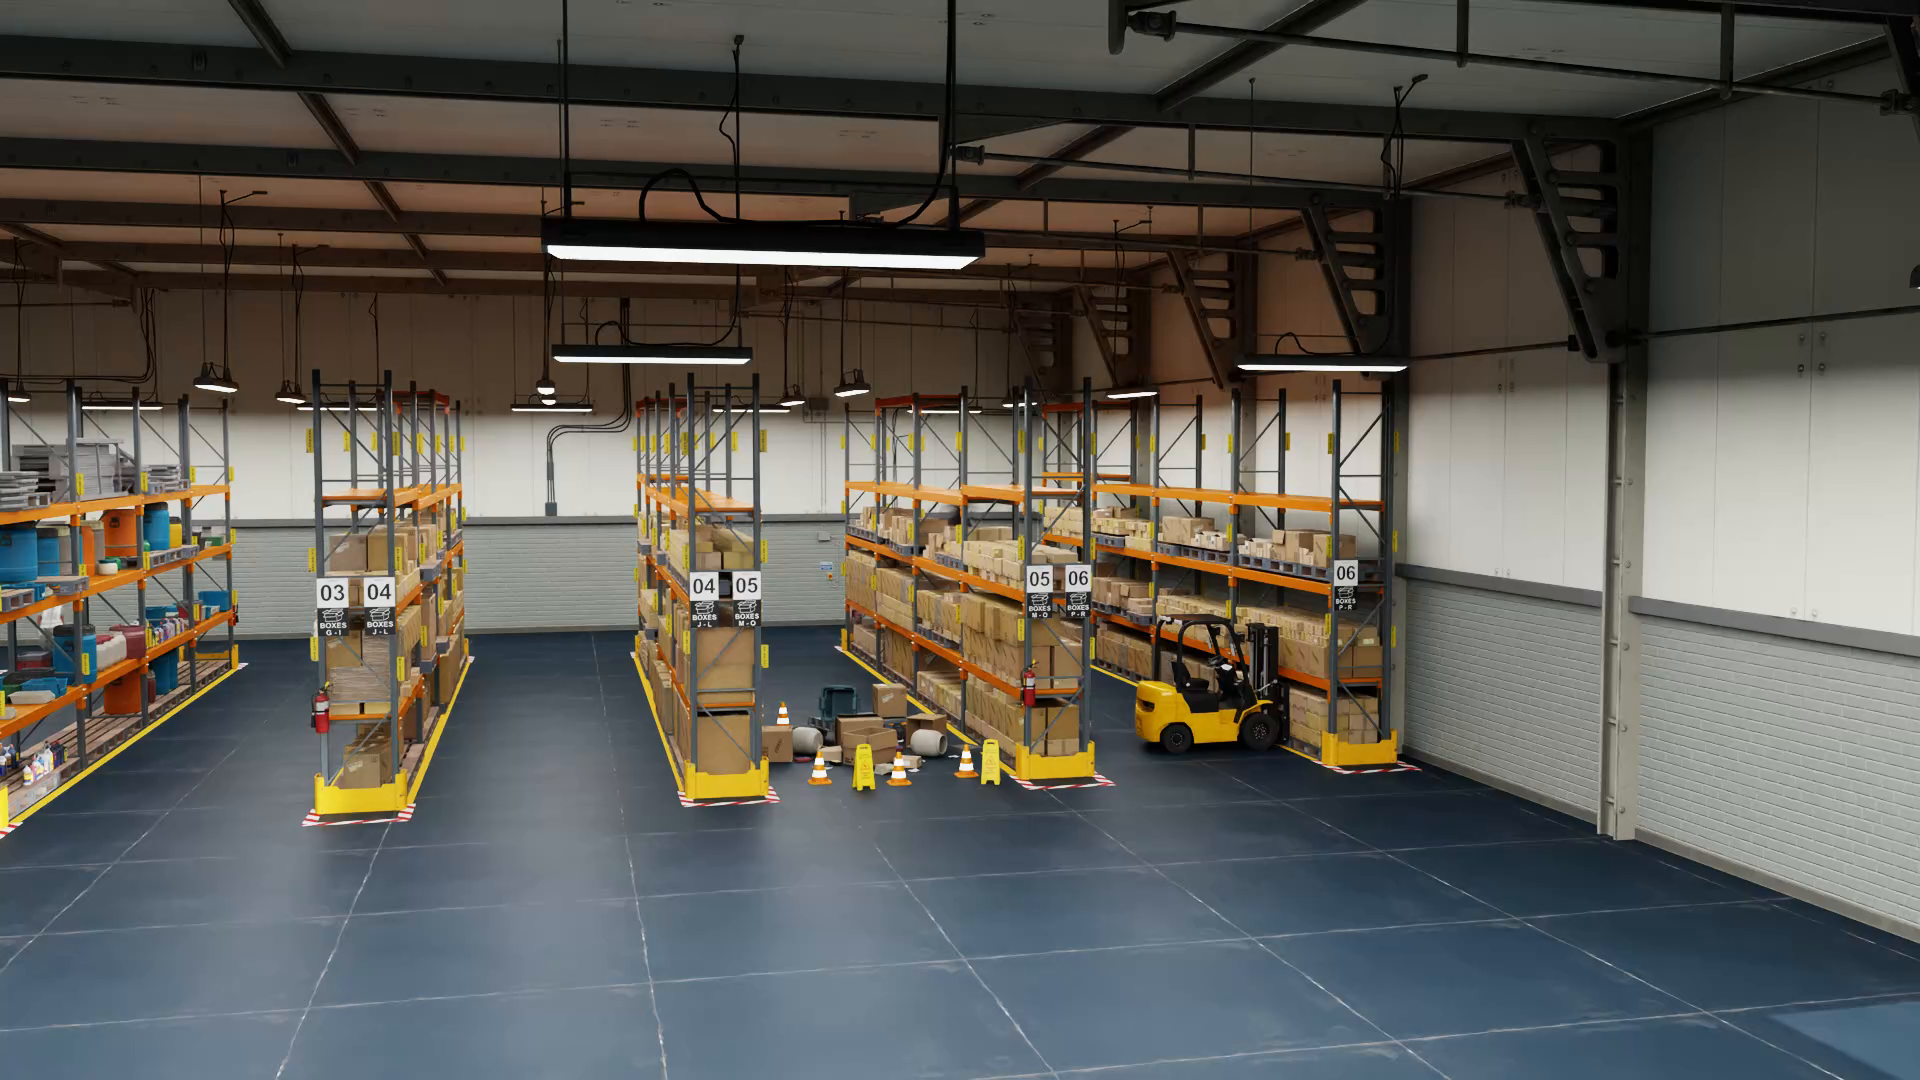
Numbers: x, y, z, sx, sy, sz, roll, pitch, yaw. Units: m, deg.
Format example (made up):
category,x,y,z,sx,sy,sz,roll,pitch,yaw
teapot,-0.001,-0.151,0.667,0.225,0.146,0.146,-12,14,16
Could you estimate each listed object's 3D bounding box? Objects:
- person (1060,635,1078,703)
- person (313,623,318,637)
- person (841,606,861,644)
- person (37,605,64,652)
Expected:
category,x,y,z,sx,sy,sz,roll,pitch,yaw
person,1.894,2.483,29.916,0.414,1.584,0.578,-1,3,-10
person,-13.011,2.207,34.052,0.436,1.642,0.960,-1,3,-16
person,-2.707,1.757,41.799,0.520,1.647,0.759,1,4,24
person,-20.422,1.970,37.352,0.504,1.737,0.923,-1,3,-16
